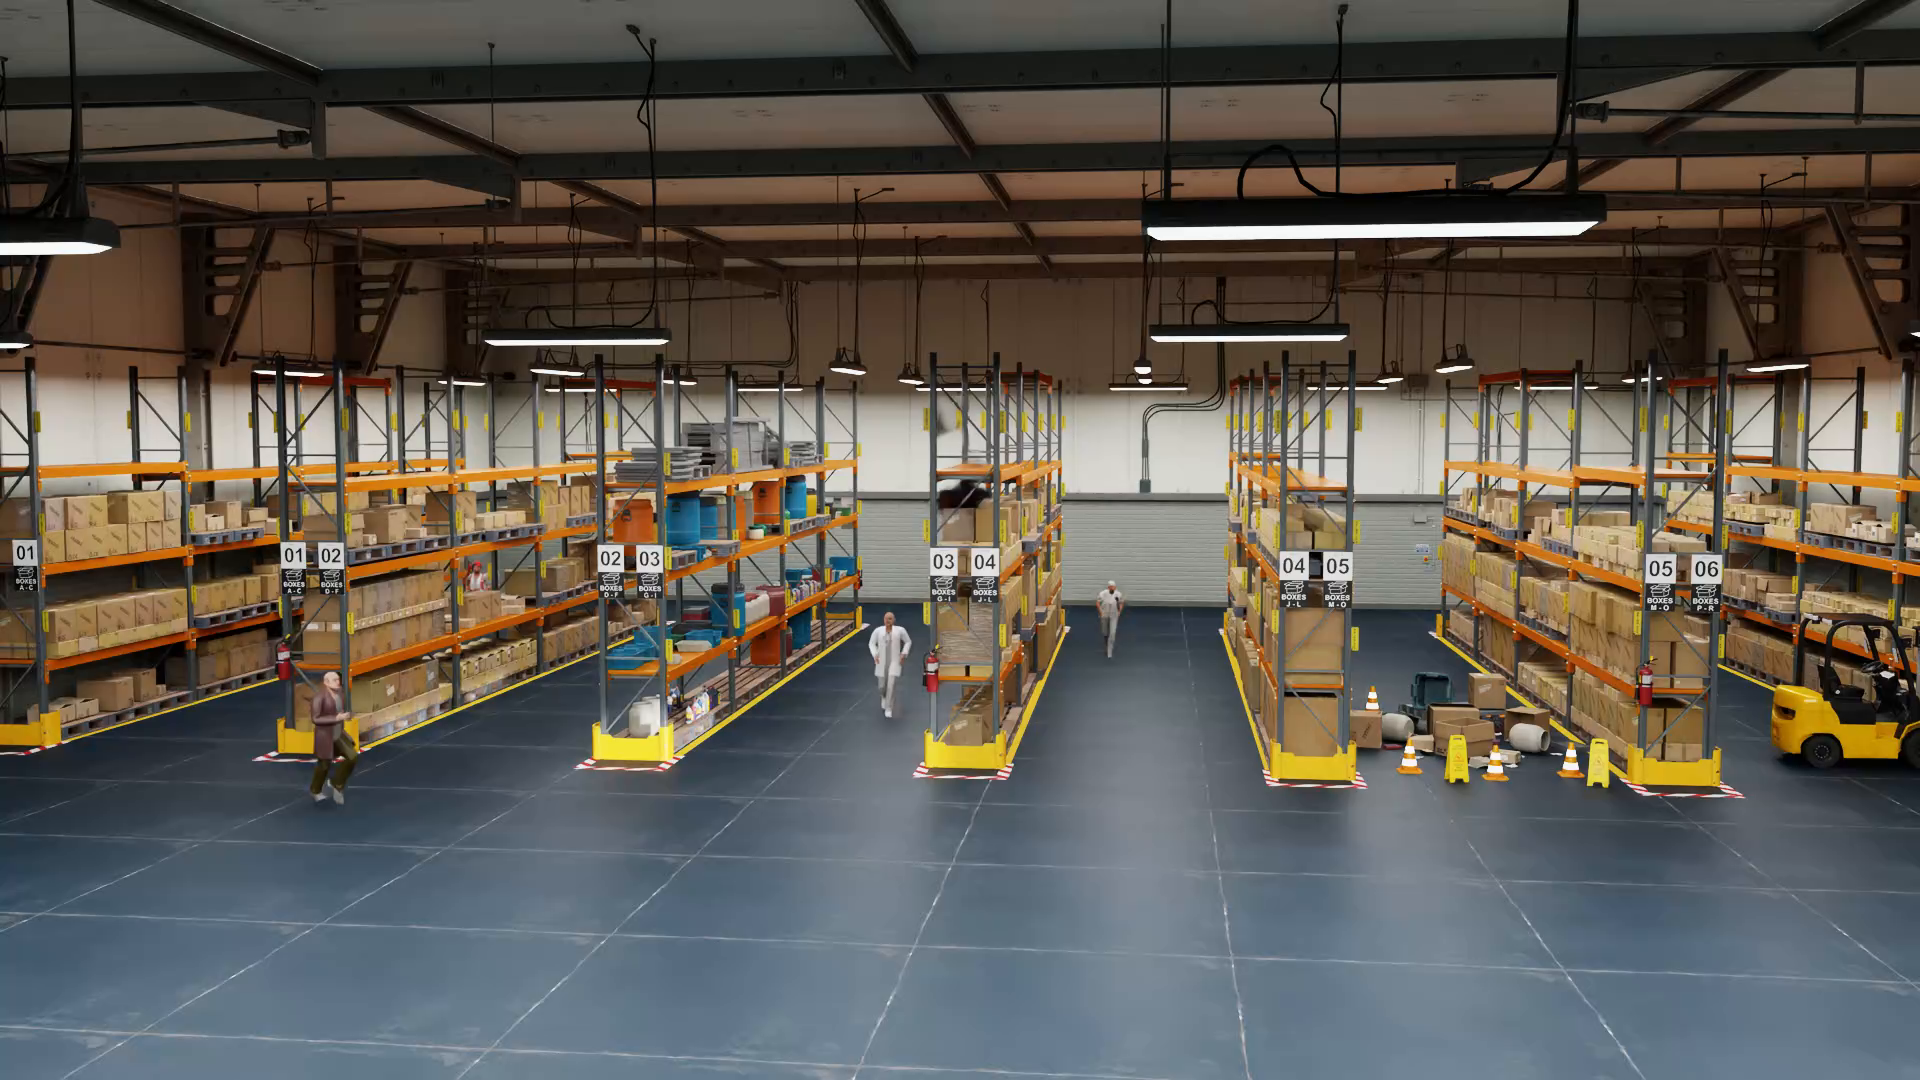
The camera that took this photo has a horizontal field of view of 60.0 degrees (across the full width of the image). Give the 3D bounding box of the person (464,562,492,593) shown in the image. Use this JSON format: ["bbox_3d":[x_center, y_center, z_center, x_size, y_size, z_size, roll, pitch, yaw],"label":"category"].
[{"bbox_3d":[-11.302,1.376,38.966,0.661,1.745,0.761,0,4,1],"label":"person"}]

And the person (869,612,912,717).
[{"bbox_3d":[-1.201,2.117,28.521,0.738,1.764,0.702,0,4,5],"label":"person"}]

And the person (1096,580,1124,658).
[{"bbox_3d":[3.236,1.683,35.837,0.607,1.664,0.919,0,4,6],"label":"person"}]

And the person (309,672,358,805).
[{"bbox_3d":[-8.200,2.582,21.695,0.882,1.765,0.752,2,5,27],"label":"person"}]
